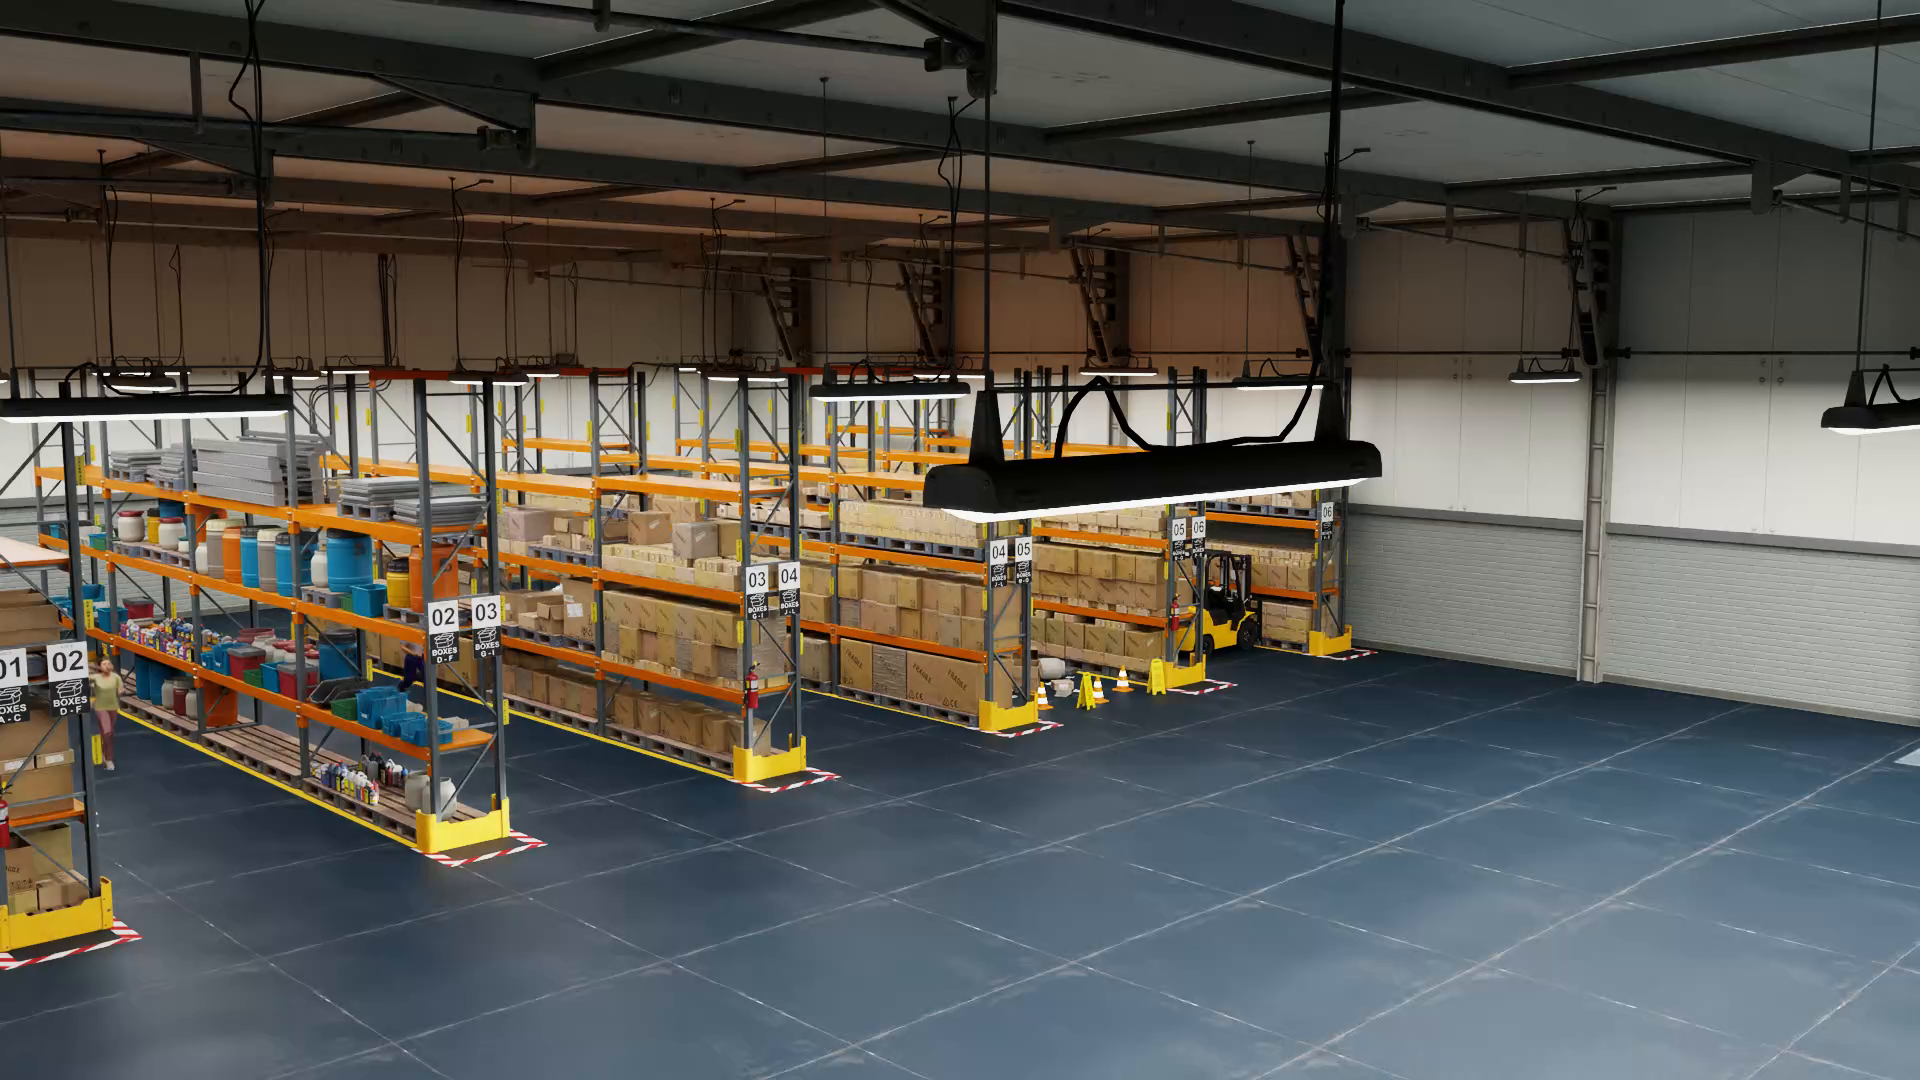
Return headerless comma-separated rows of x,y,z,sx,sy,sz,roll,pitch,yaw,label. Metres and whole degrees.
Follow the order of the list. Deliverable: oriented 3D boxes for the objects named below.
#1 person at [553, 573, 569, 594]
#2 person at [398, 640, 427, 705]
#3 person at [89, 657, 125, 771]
-8.445,1.521,35.403,0.586,1.699,1.074,-6,8,-40,person
-9.736,2.192,29.740,0.577,1.643,1.088,-6,9,-43,person
-13.085,2.633,25.466,0.762,1.729,0.562,5,8,38,person
